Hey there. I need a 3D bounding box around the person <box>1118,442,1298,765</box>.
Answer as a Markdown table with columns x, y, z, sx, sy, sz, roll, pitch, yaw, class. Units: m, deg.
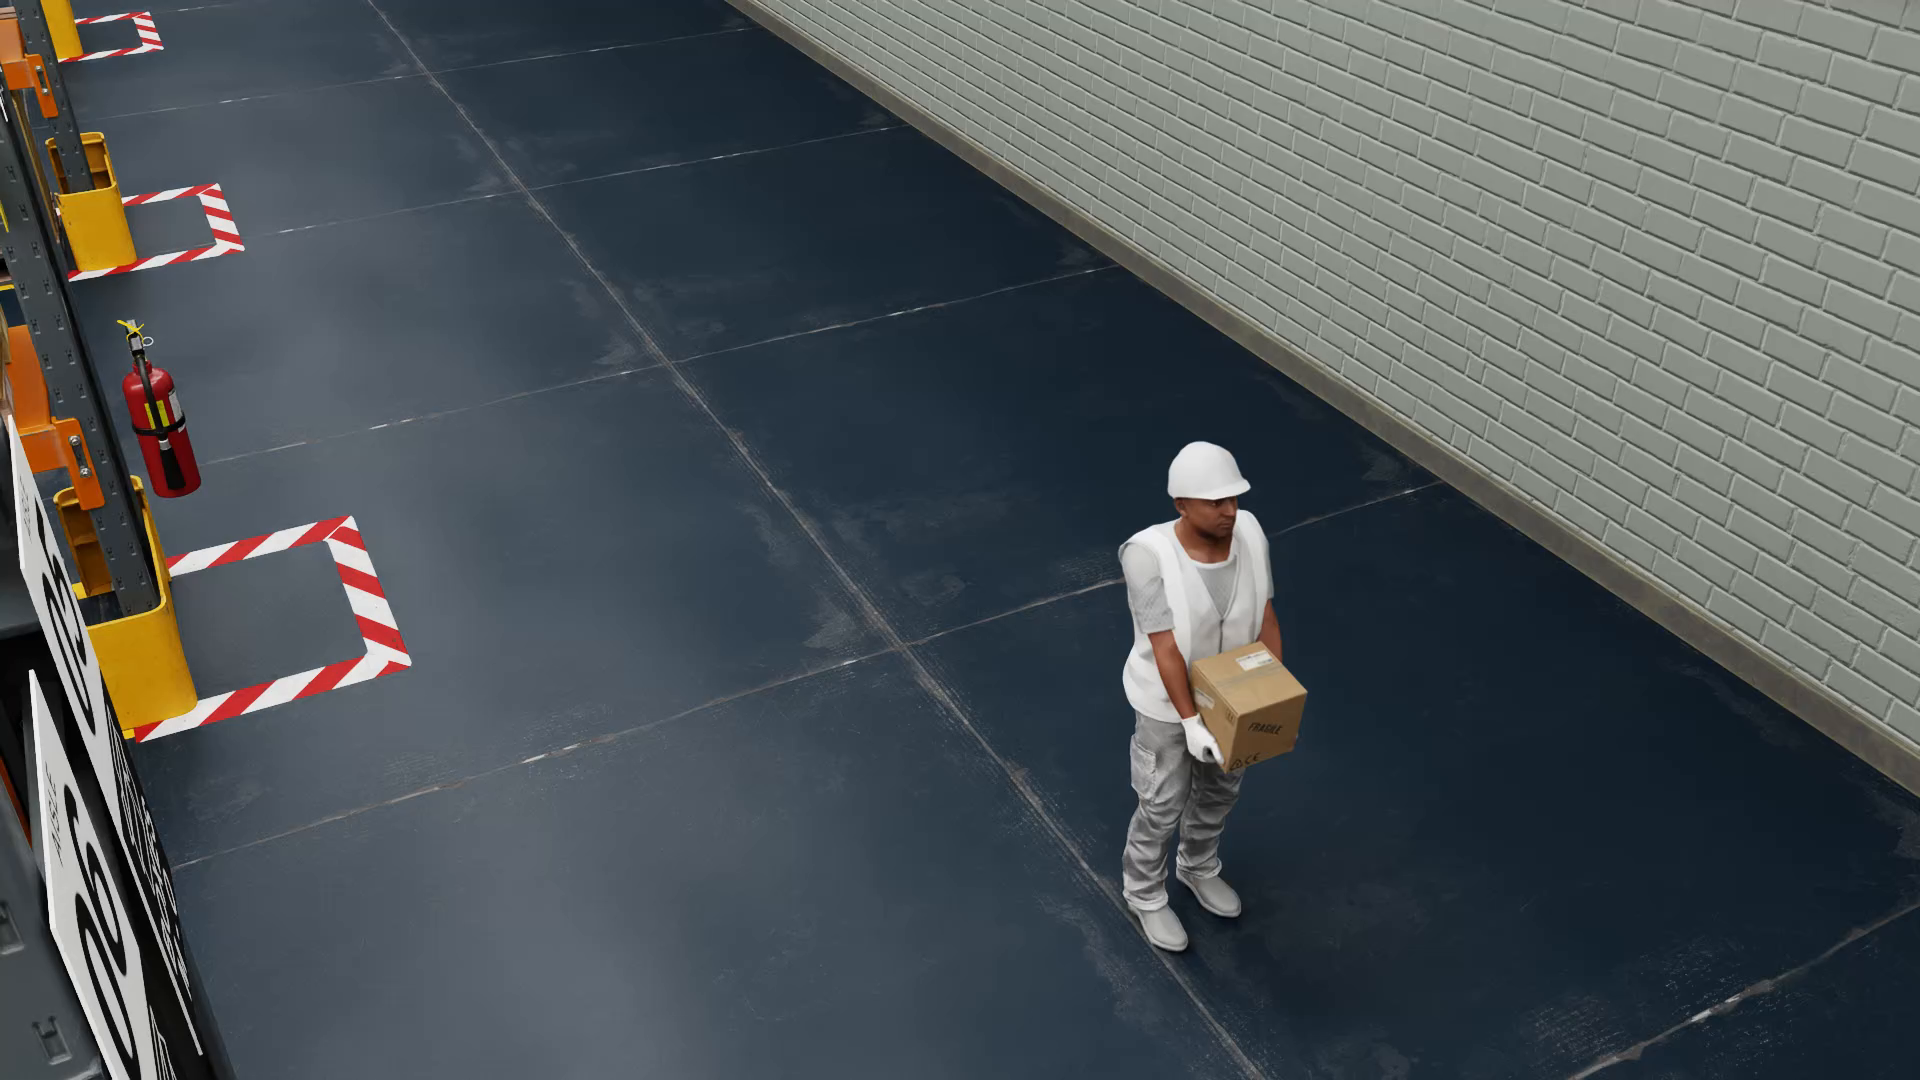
| x | y | z | sx | sy | sz | roll | pitch | yaw | class |
| --- | --- | --- | --- | --- | --- | --- | --- | --- | --- |
| 0.793 | 0.171 | 5.035 | 0.488 | 0.887 | 0.573 | -15 | 36 | -22 | person |
